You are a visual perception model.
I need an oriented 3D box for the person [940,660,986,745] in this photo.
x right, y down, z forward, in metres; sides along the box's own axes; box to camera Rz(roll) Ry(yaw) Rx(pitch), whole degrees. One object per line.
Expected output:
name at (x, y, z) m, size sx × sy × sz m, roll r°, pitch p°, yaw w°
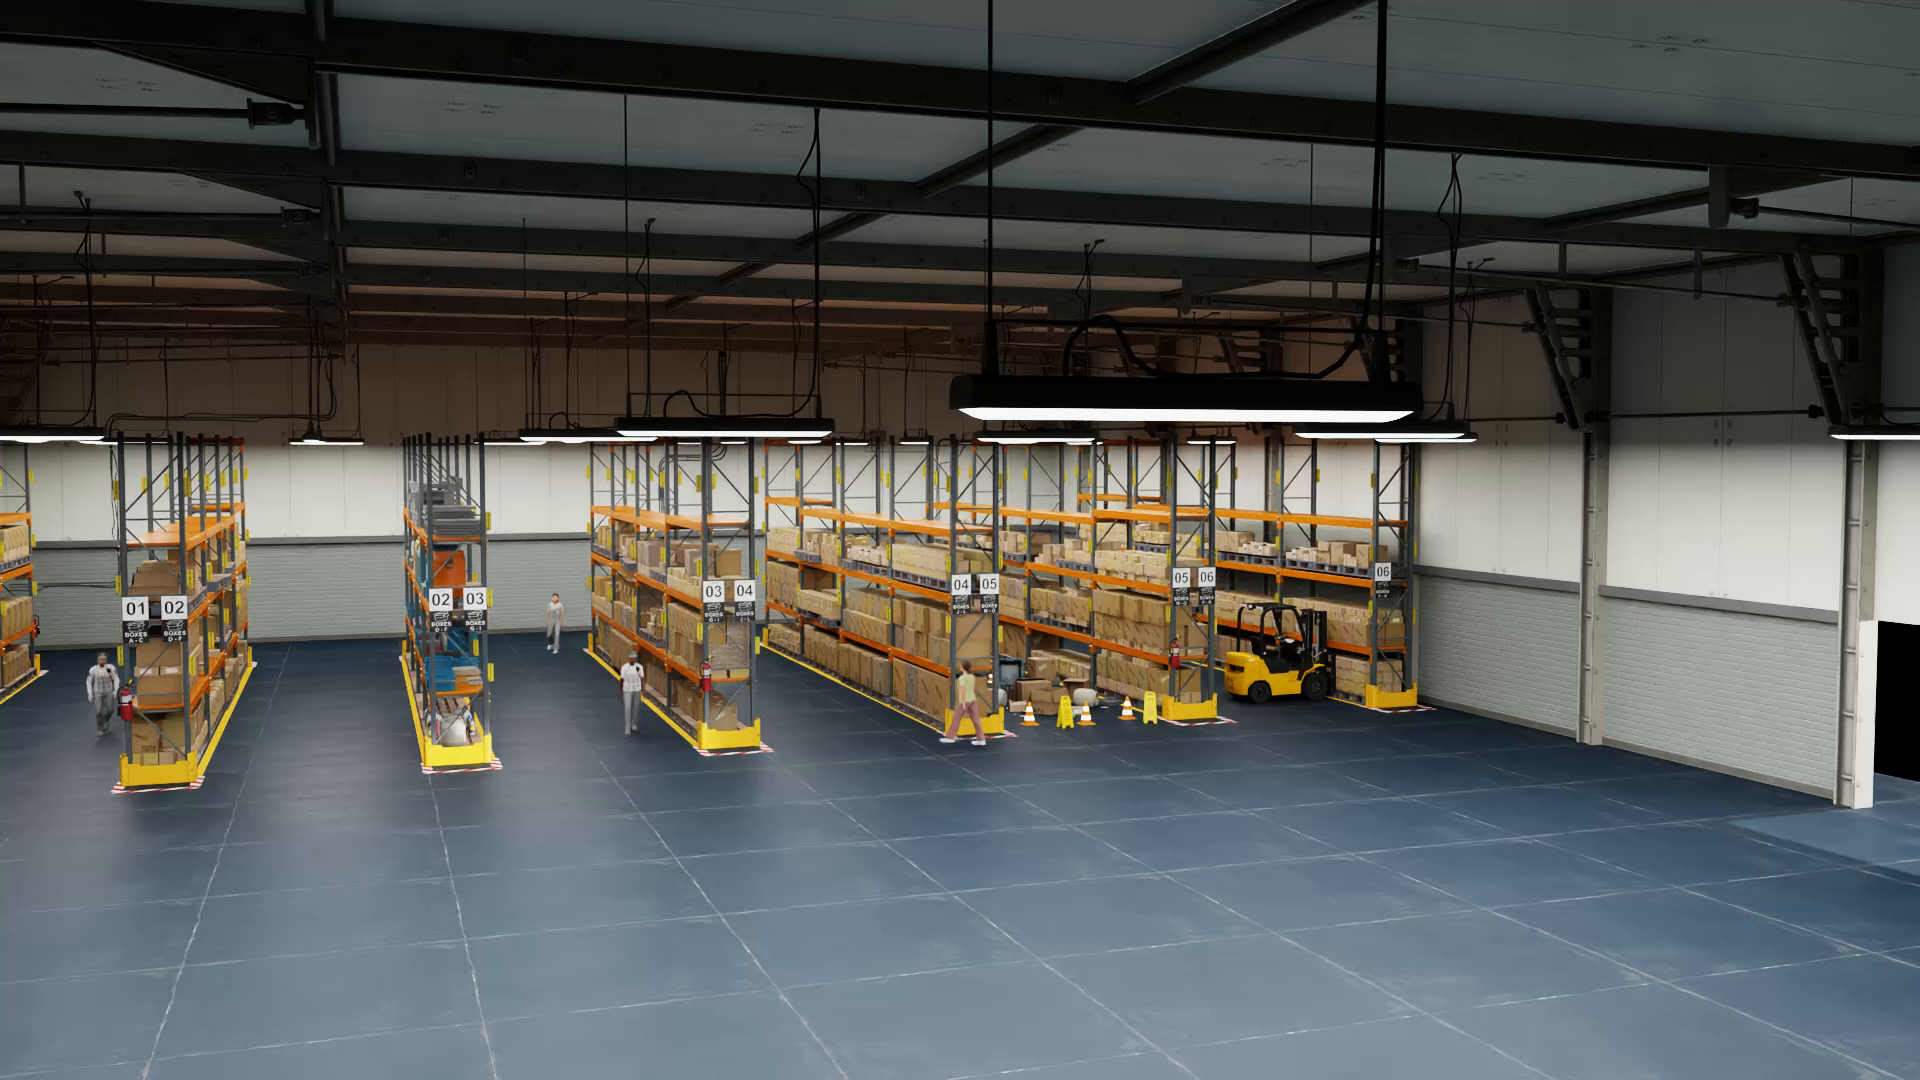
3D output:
person at (0.075, 3.113, 31.974) m, size 0.961 × 1.612 × 0.467 m, roll 2°, pitch 4°, yaw 35°

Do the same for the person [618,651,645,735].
person at (-6.558, 3.036, 33.300) m, size 0.509 × 1.635 × 0.909 m, roll -1°, pitch 3°, yaw -25°

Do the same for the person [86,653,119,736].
person at (-17.178, 3.059, 33.324) m, size 0.583 × 1.659 × 0.549 m, roll -2°, pitch 4°, yaw -28°

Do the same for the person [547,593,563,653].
person at (-11.311, 2.311, 46.418) m, size 0.464 × 1.666 × 0.622 m, roll -1°, pitch 3°, yaw -11°
